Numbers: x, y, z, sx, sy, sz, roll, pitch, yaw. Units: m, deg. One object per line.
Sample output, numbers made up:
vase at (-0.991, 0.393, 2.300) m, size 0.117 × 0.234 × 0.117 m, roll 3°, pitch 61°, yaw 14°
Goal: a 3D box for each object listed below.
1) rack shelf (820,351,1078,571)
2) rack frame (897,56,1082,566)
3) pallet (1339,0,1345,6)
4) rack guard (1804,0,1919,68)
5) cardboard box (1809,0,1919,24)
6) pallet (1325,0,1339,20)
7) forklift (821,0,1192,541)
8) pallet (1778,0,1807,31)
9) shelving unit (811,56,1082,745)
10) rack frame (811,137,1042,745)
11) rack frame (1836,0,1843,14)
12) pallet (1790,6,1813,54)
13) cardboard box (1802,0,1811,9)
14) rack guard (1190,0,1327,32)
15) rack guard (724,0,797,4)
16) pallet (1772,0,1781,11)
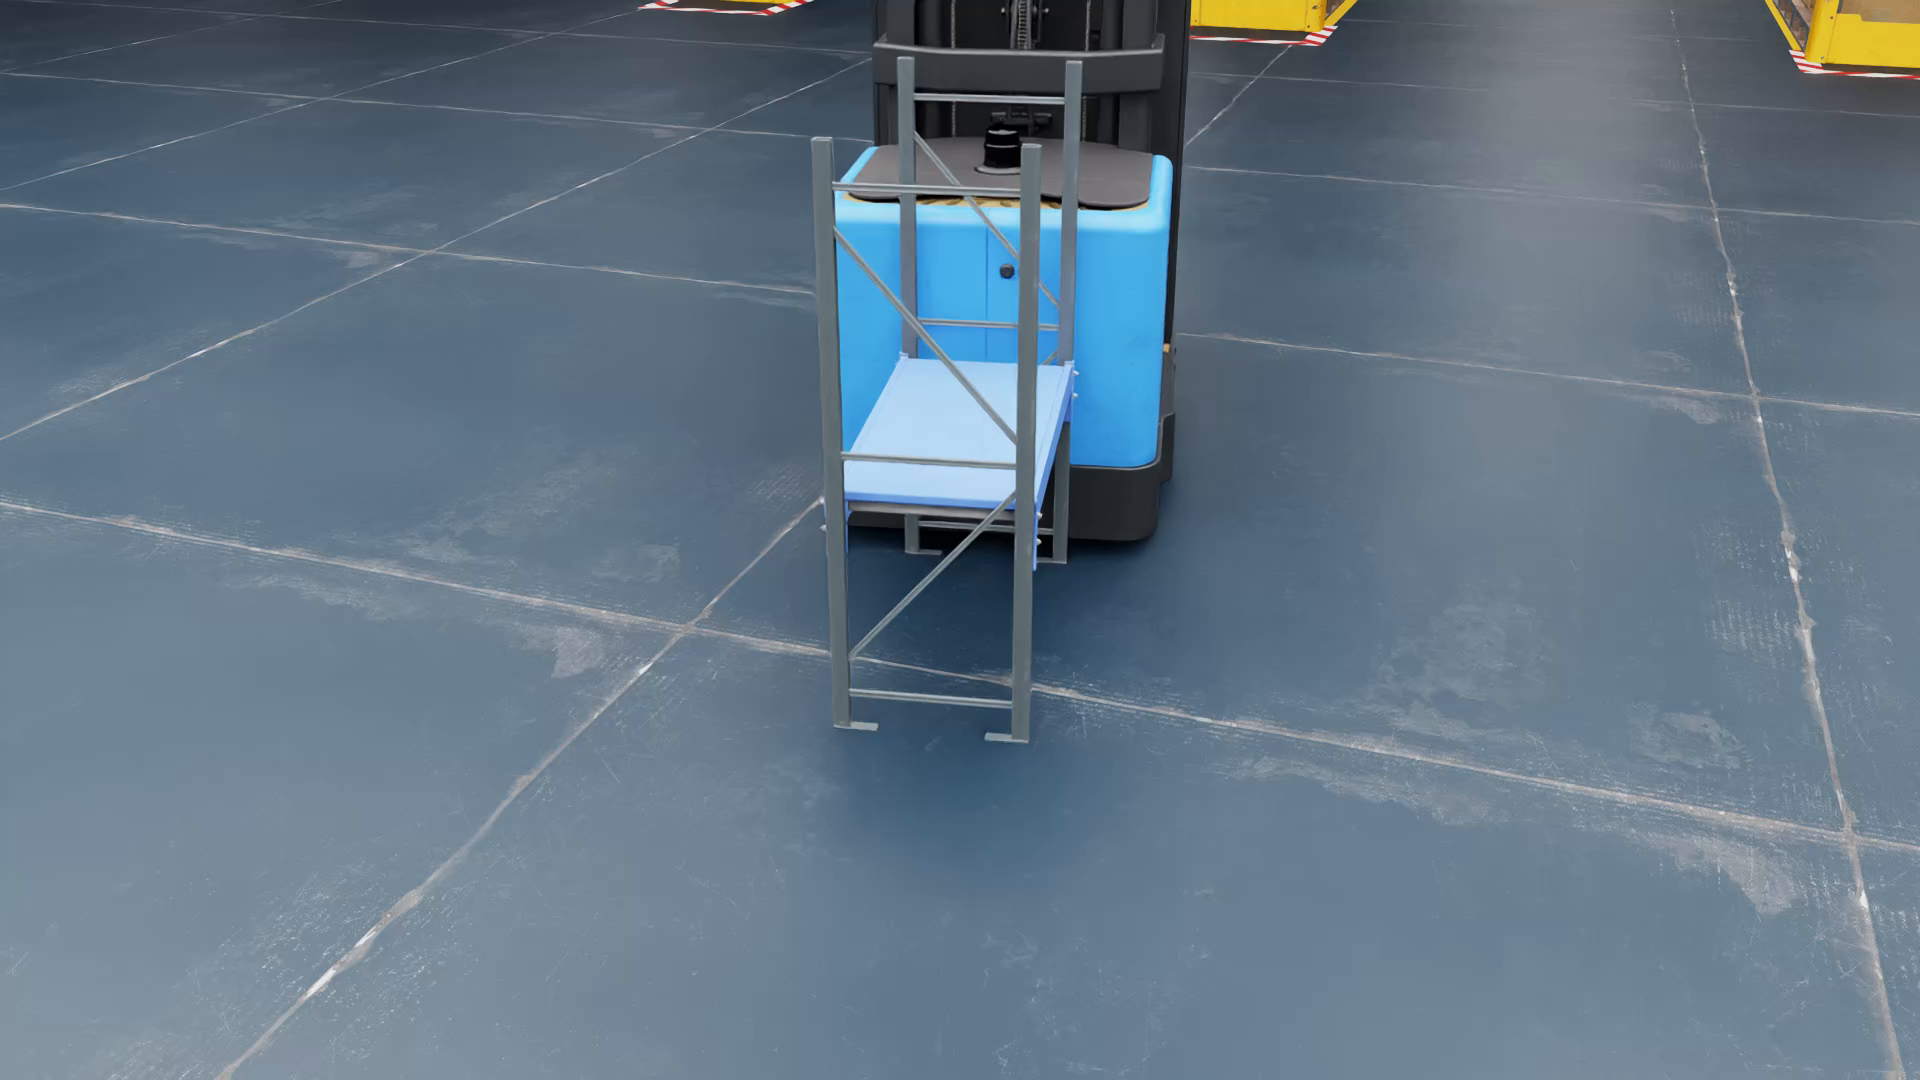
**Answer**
rack shelf at (0.003, -0.239, 4.435) m, size 0.538 × 0.185 × 1.000 m, roll 4°, pitch 26°, yaw 8°
rack frame at (0.079, -0.620, 4.809) m, size 0.500 × 1.500 × 0.032 m, roll 4°, pitch 26°, yaw 8°
pallet at (3.288, -5.417, 16.196) m, size 1.003 × 0.211 × 1.213 m, roll 9°, pitch 27°, yaw 17°
rack guard at (7.187, -3.917, 12.766) m, size 1.175 × 0.500 × 0.348 m, roll 9°, pitch 27°, yaw 17°
cardboard box at (7.359, -4.573, 13.209) m, size 0.875 × 0.875 × 0.875 m, roll 9°, pitch 27°, yaw 18°
pallet at (2.881, -4.918, 15.164) m, size 1.003 × 0.211 × 1.213 m, roll 9°, pitch 27°, yaw 17°
forklift at (0.273, -1.928, 5.869) m, size 1.130 × 2.935 × 3.031 m, roll 3°, pitch 26°, yaw 7°
pallet at (7.795, -4.636, 14.584) m, size 1.003 × 0.211 × 1.213 m, roll 9°, pitch 27°, yaw 17°
shelving unit at (0.003, -0.401, 4.356) m, size 0.538 × 1.500 × 1.048 m, roll 4°, pitch 26°, yaw 8°
rack frame at (-0.073, -0.182, 3.904) m, size 0.500 × 1.500 × 0.032 m, roll 4°, pitch 26°, yaw 8°
rack frame at (7.195, -5.052, 12.242) m, size 1.000 × 3.000 × 0.127 m, roll 9°, pitch 27°, yaw 17°
pallet at (7.388, -4.137, 13.552) m, size 1.003 × 0.211 × 1.213 m, roll 9°, pitch 27°, yaw 17°
cardboard box at (7.650, -4.935, 13.956) m, size 0.875 × 0.875 × 0.875 m, roll 8°, pitch 27°, yaw 17°
rack guard at (2.577, -4.719, 14.423) m, size 1.175 × 0.500 × 0.348 m, roll 9°, pitch 27°, yaw 17°
rack guard at (-2.138, -5.444, 15.920) m, size 1.175 × 0.500 × 0.348 m, roll 9°, pitch 27°, yaw 17°
pallet at (8.200, -5.139, 15.623) m, size 1.003 × 0.211 × 1.213 m, roll 9°, pitch 27°, yaw 17°
